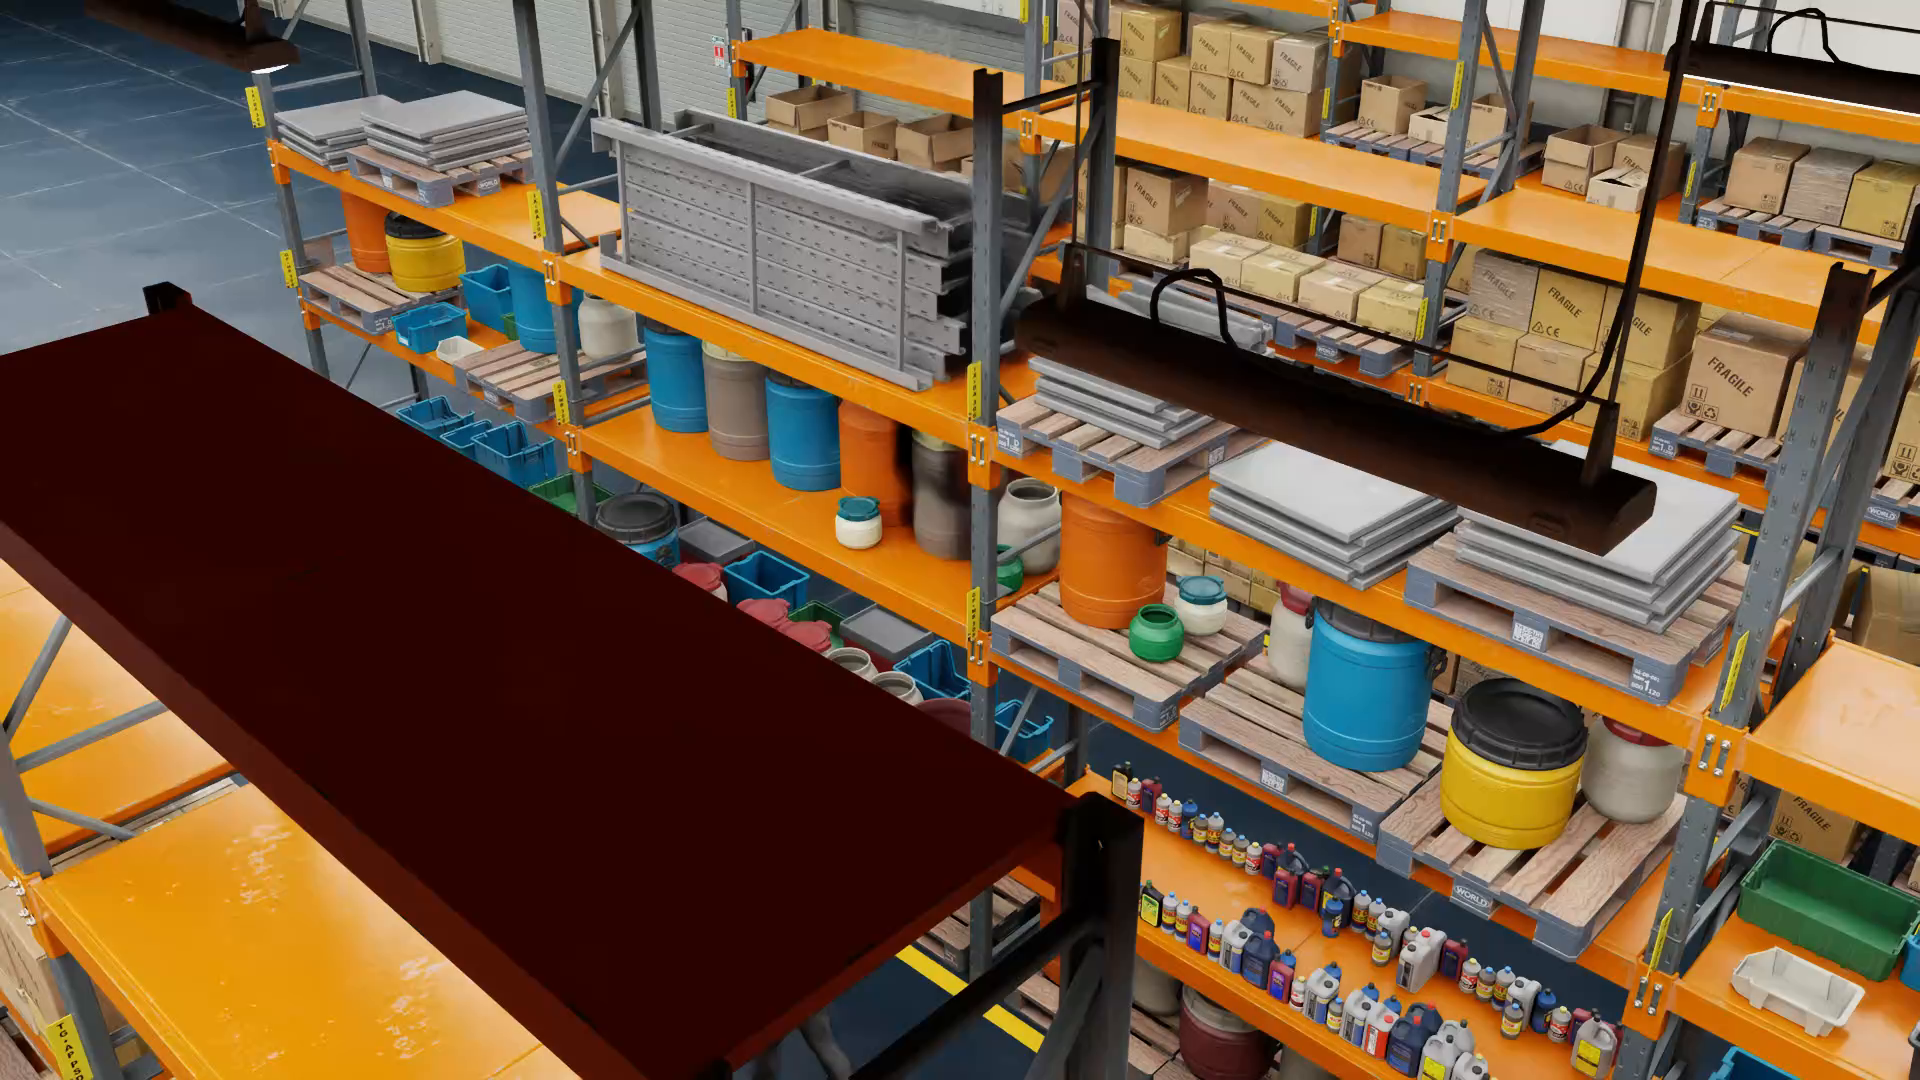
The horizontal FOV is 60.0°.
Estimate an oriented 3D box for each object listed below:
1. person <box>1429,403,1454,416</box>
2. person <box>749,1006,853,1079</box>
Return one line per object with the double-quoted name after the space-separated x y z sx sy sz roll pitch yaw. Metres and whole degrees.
4.369 -0.481 15.412 0.944 1.690 0.673 21 36 33 "person"
-0.958 2.666 9.338 0.841 1.635 0.587 22 36 33 "person"
